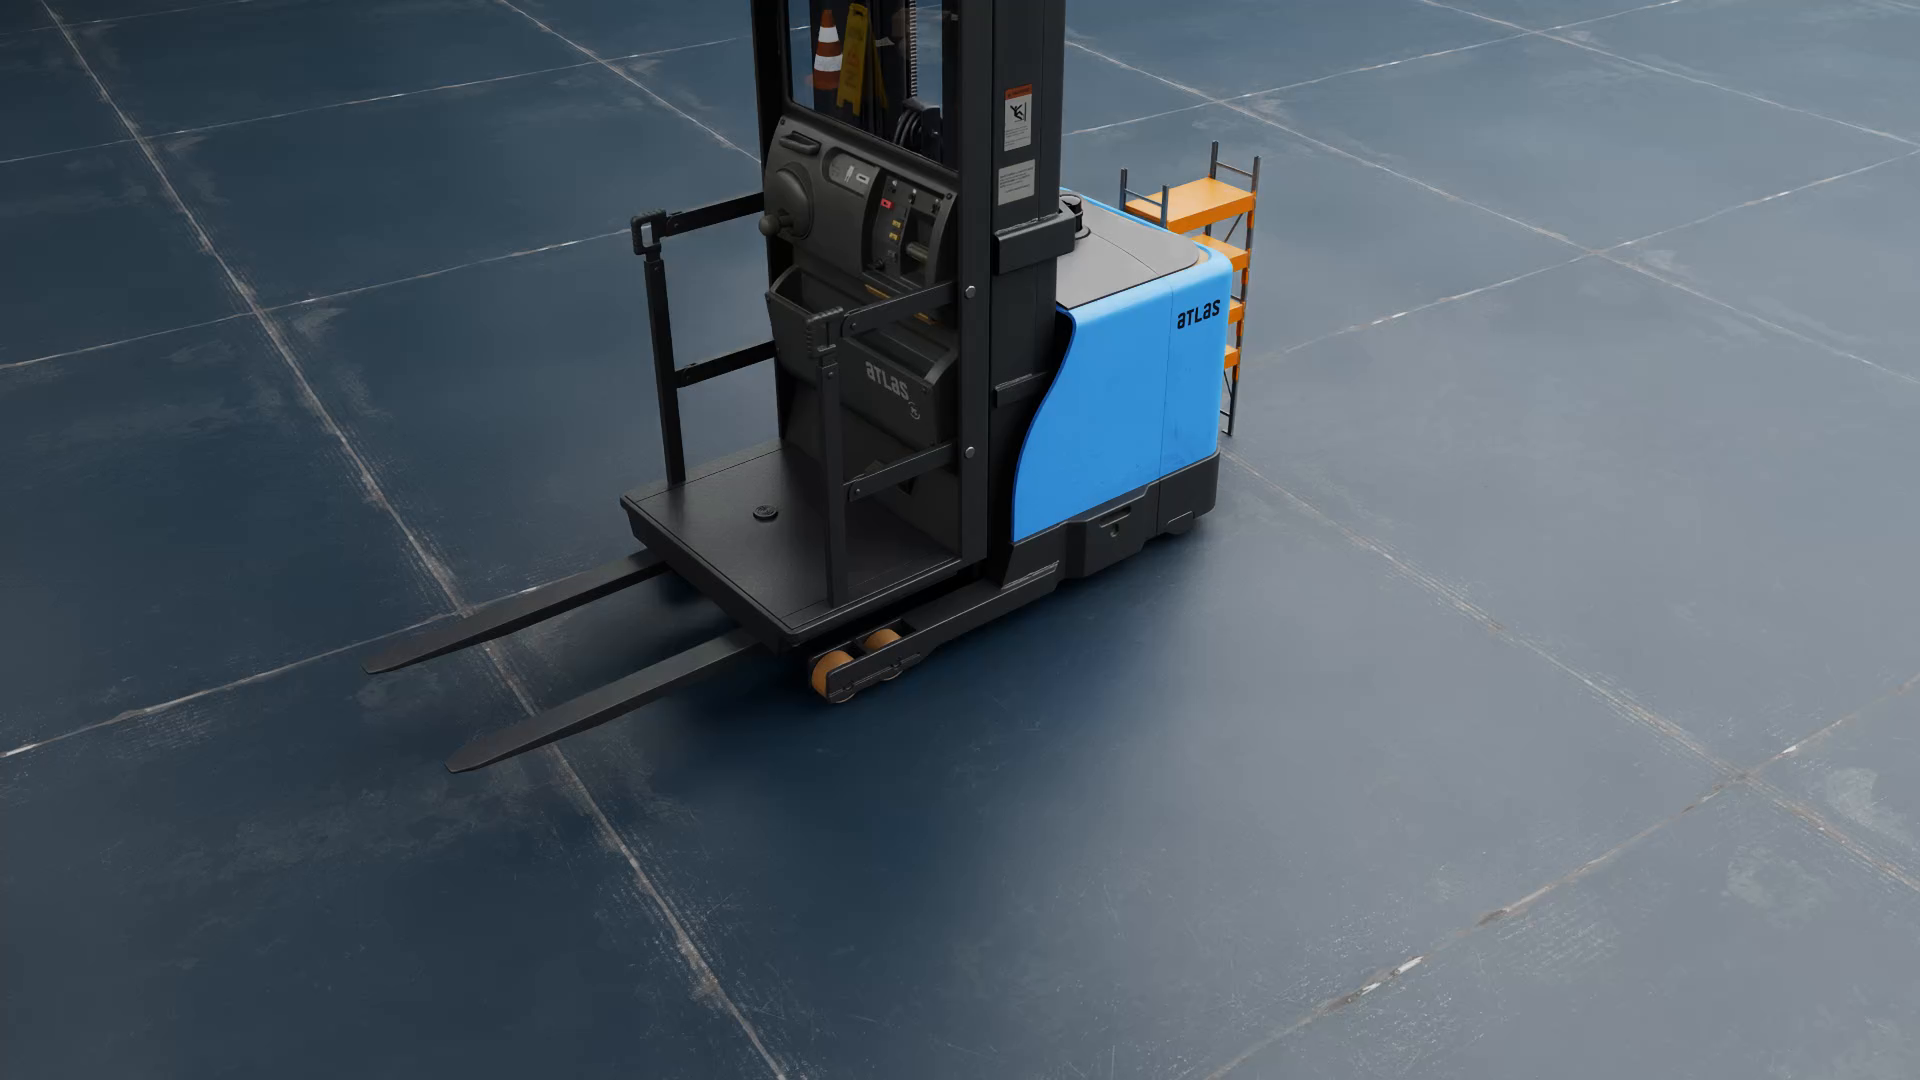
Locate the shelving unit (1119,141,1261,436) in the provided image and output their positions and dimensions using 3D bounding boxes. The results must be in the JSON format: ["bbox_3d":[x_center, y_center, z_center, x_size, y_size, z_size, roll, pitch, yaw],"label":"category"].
[{"bbox_3d":[0.871,-0.911,6.570,0.503,1.200,0.258,-23,39,-32],"label":"shelving unit"}]

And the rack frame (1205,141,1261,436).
[{"bbox_3d":[1.060,-0.993,6.700,0.015,1.200,0.240,-23,39,-32],"label":"rack frame"}]

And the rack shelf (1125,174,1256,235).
[{"bbox_3d":[0.871,-1.244,6.361,0.480,0.148,0.258,-23,39,-32],"label":"rack shelf"}]

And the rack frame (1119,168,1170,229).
[{"bbox_3d":[0.681,-0.830,6.440,0.015,1.200,0.240,-23,39,-32],"label":"rack frame"}]

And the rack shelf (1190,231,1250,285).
[{"bbox_3d":[0.871,-1.044,6.487,0.480,0.148,0.258,-23,39,-32],"label":"rack shelf"}]

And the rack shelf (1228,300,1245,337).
[{"bbox_3d":[0.871,-0.855,6.606,0.480,0.148,0.258,-23,39,-32],"label":"rack shelf"}]

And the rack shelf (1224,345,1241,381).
[{"bbox_3d":[0.871,-0.687,6.712,0.480,0.148,0.258,-23,39,-32],"label":"rack shelf"}]

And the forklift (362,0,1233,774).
[{"bbox_3d":[-0.491,-1.028,5.133,3.031,2.935,1.130,-23,39,-32],"label":"forklift"}]
